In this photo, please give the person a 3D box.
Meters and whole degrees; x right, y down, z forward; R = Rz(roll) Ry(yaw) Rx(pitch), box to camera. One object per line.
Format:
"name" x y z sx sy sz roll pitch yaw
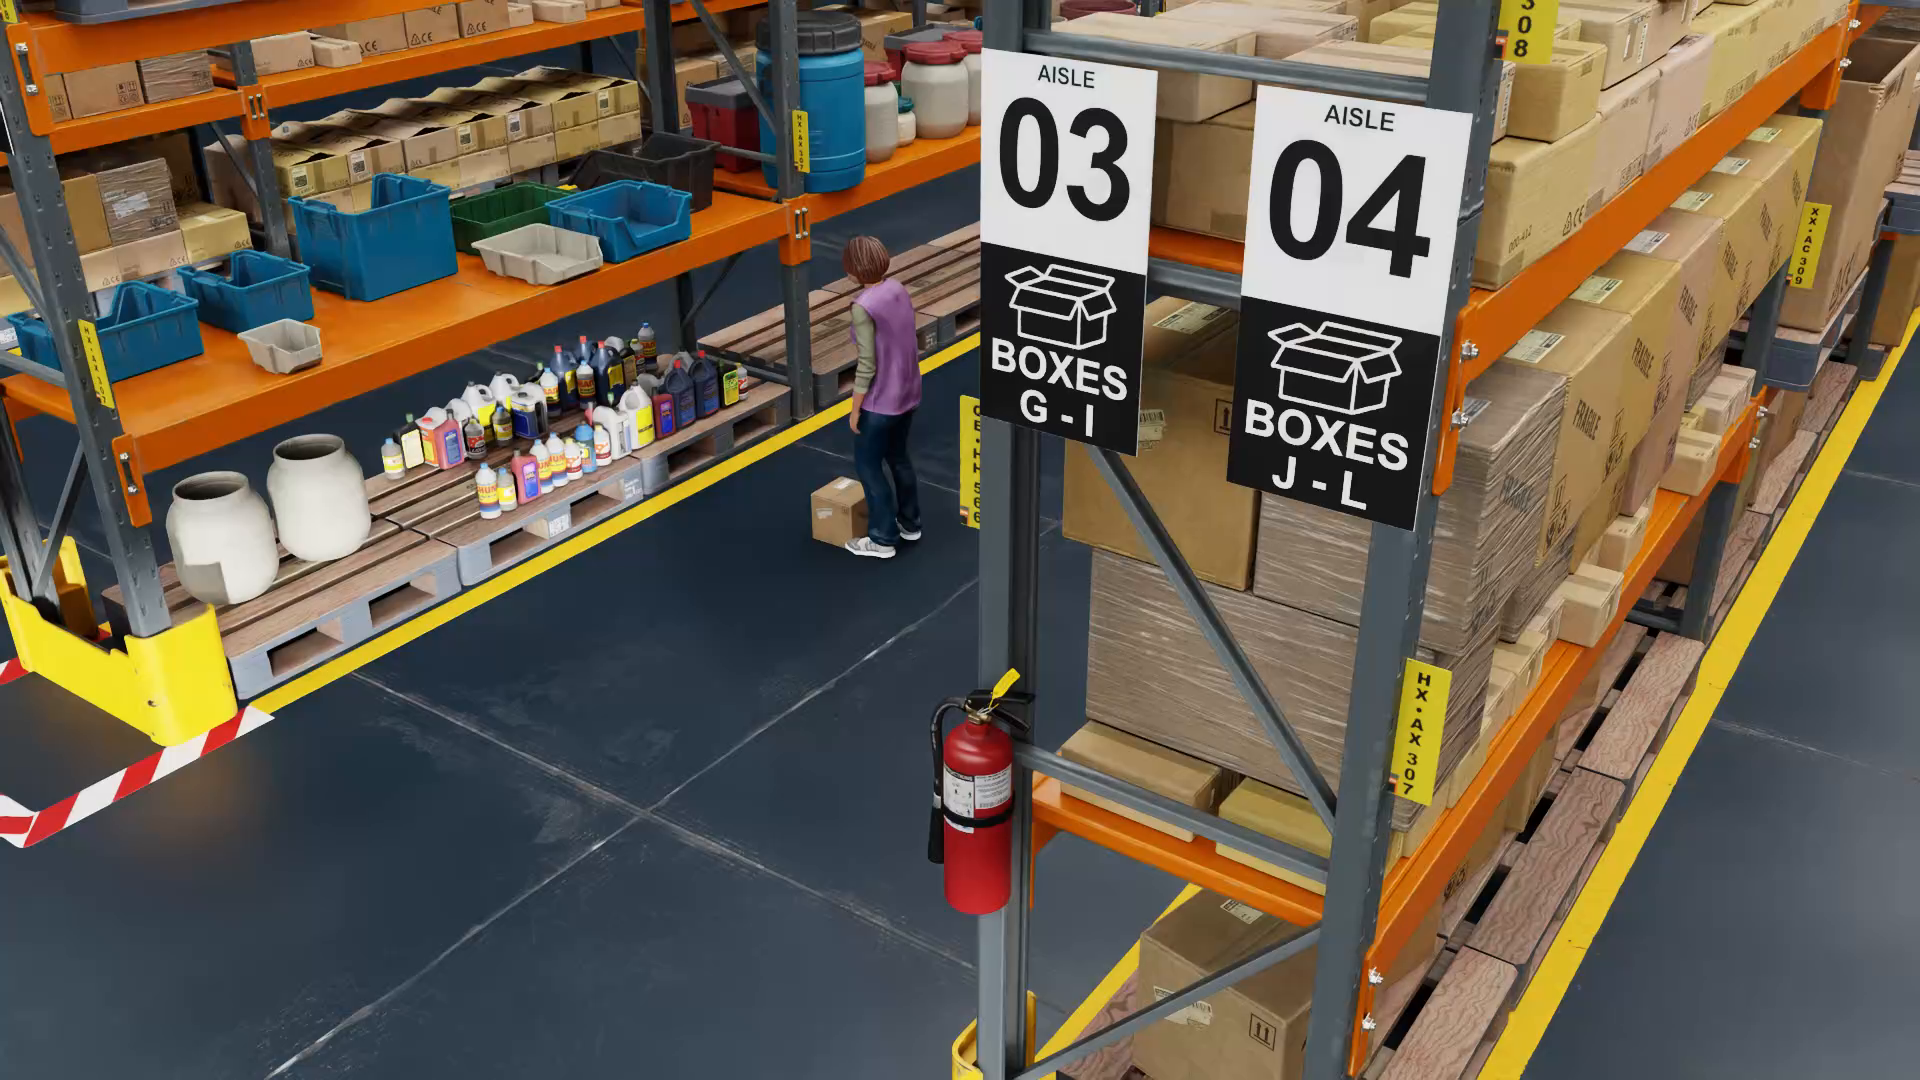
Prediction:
"person" -0.372 -0.672 7.931 0.330 1.592 0.484 15 31 27
